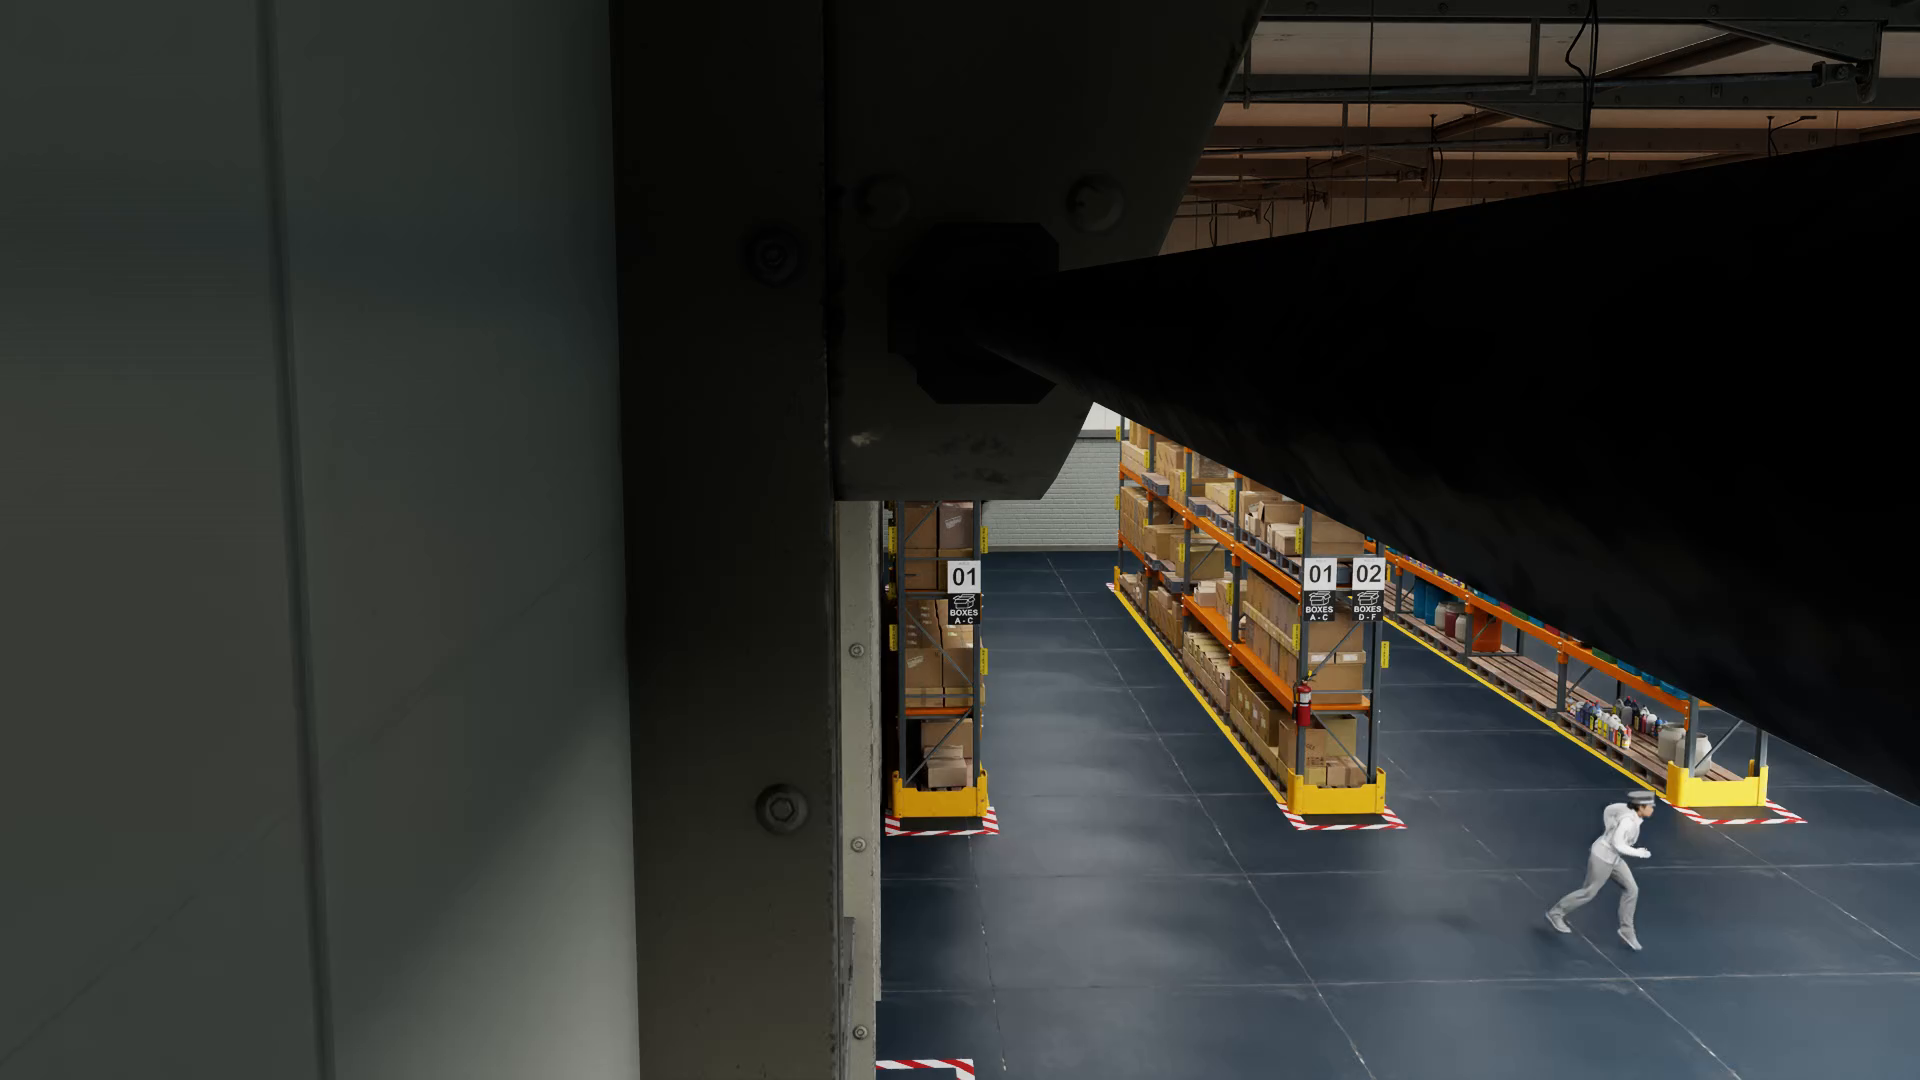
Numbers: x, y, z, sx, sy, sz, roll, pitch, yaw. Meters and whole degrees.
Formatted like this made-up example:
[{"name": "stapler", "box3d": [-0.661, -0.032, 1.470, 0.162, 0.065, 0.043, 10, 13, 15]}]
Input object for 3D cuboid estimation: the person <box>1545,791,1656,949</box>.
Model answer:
[{"name": "person", "box3d": [6.337, 3.225, 16.469, 0.962, 1.622, 0.658, 4, 9, 24]}]
